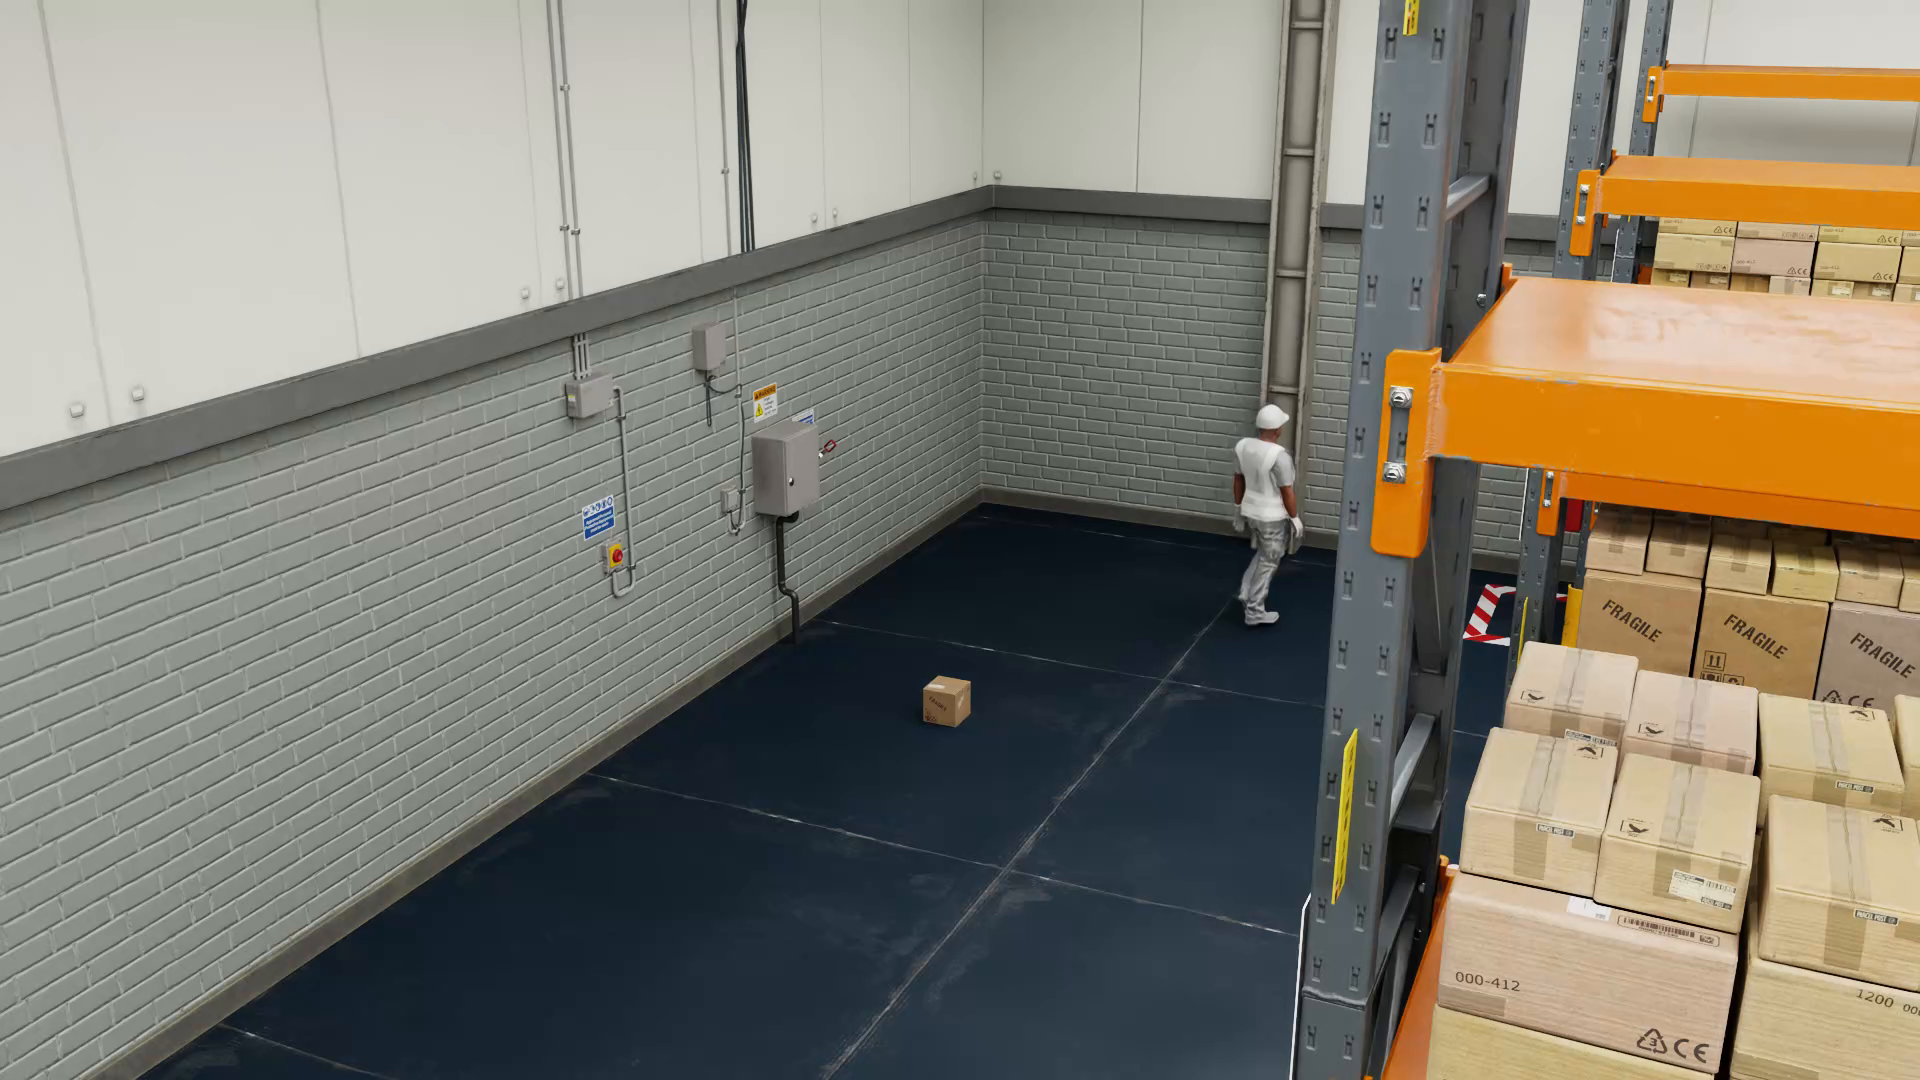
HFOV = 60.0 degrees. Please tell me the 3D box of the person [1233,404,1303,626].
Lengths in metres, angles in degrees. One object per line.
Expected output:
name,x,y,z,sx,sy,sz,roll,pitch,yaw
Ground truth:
person,2.445,-0.195,13.054,0.464,1.803,0.560,-10,21,-28
